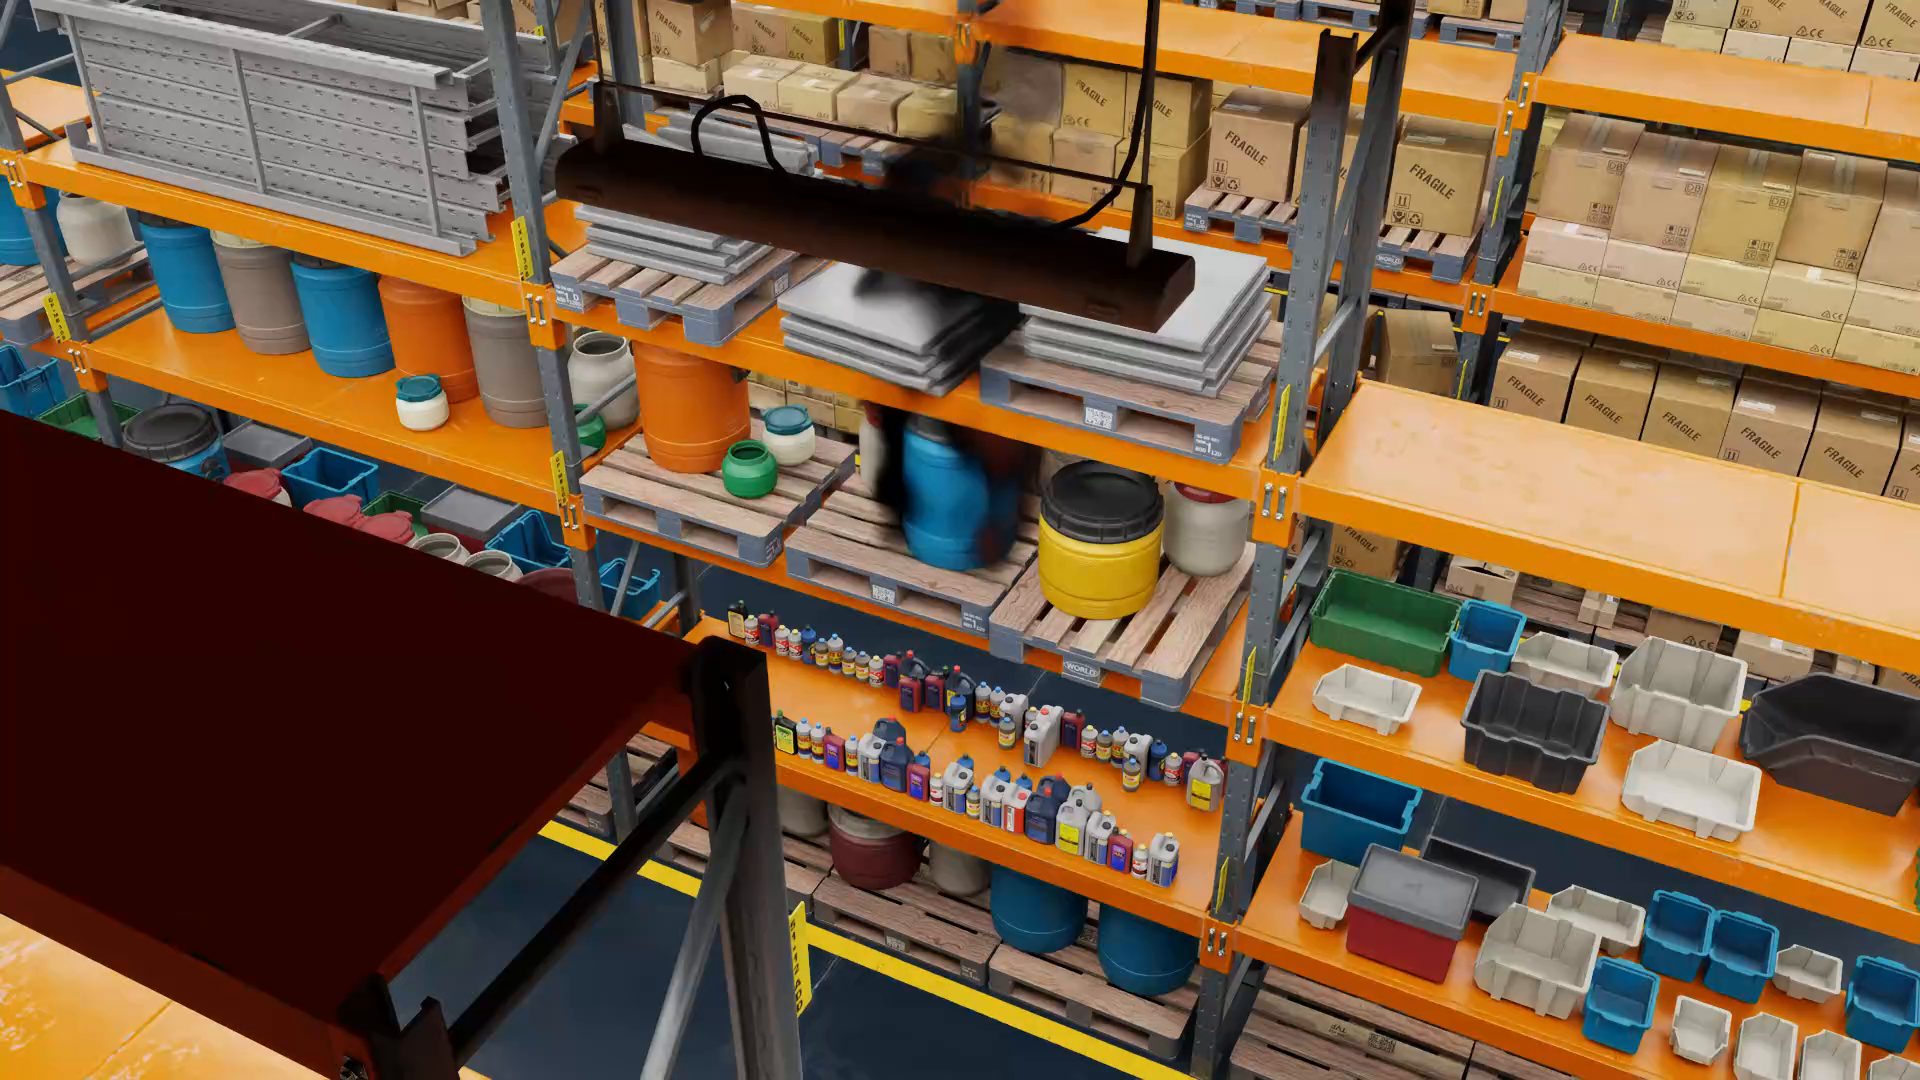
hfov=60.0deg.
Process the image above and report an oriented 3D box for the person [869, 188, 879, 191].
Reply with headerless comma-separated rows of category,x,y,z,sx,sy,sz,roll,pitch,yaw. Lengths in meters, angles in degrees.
person,-0.756,-2.602,16.157,0.818,1.700,0.480,11,36,15
